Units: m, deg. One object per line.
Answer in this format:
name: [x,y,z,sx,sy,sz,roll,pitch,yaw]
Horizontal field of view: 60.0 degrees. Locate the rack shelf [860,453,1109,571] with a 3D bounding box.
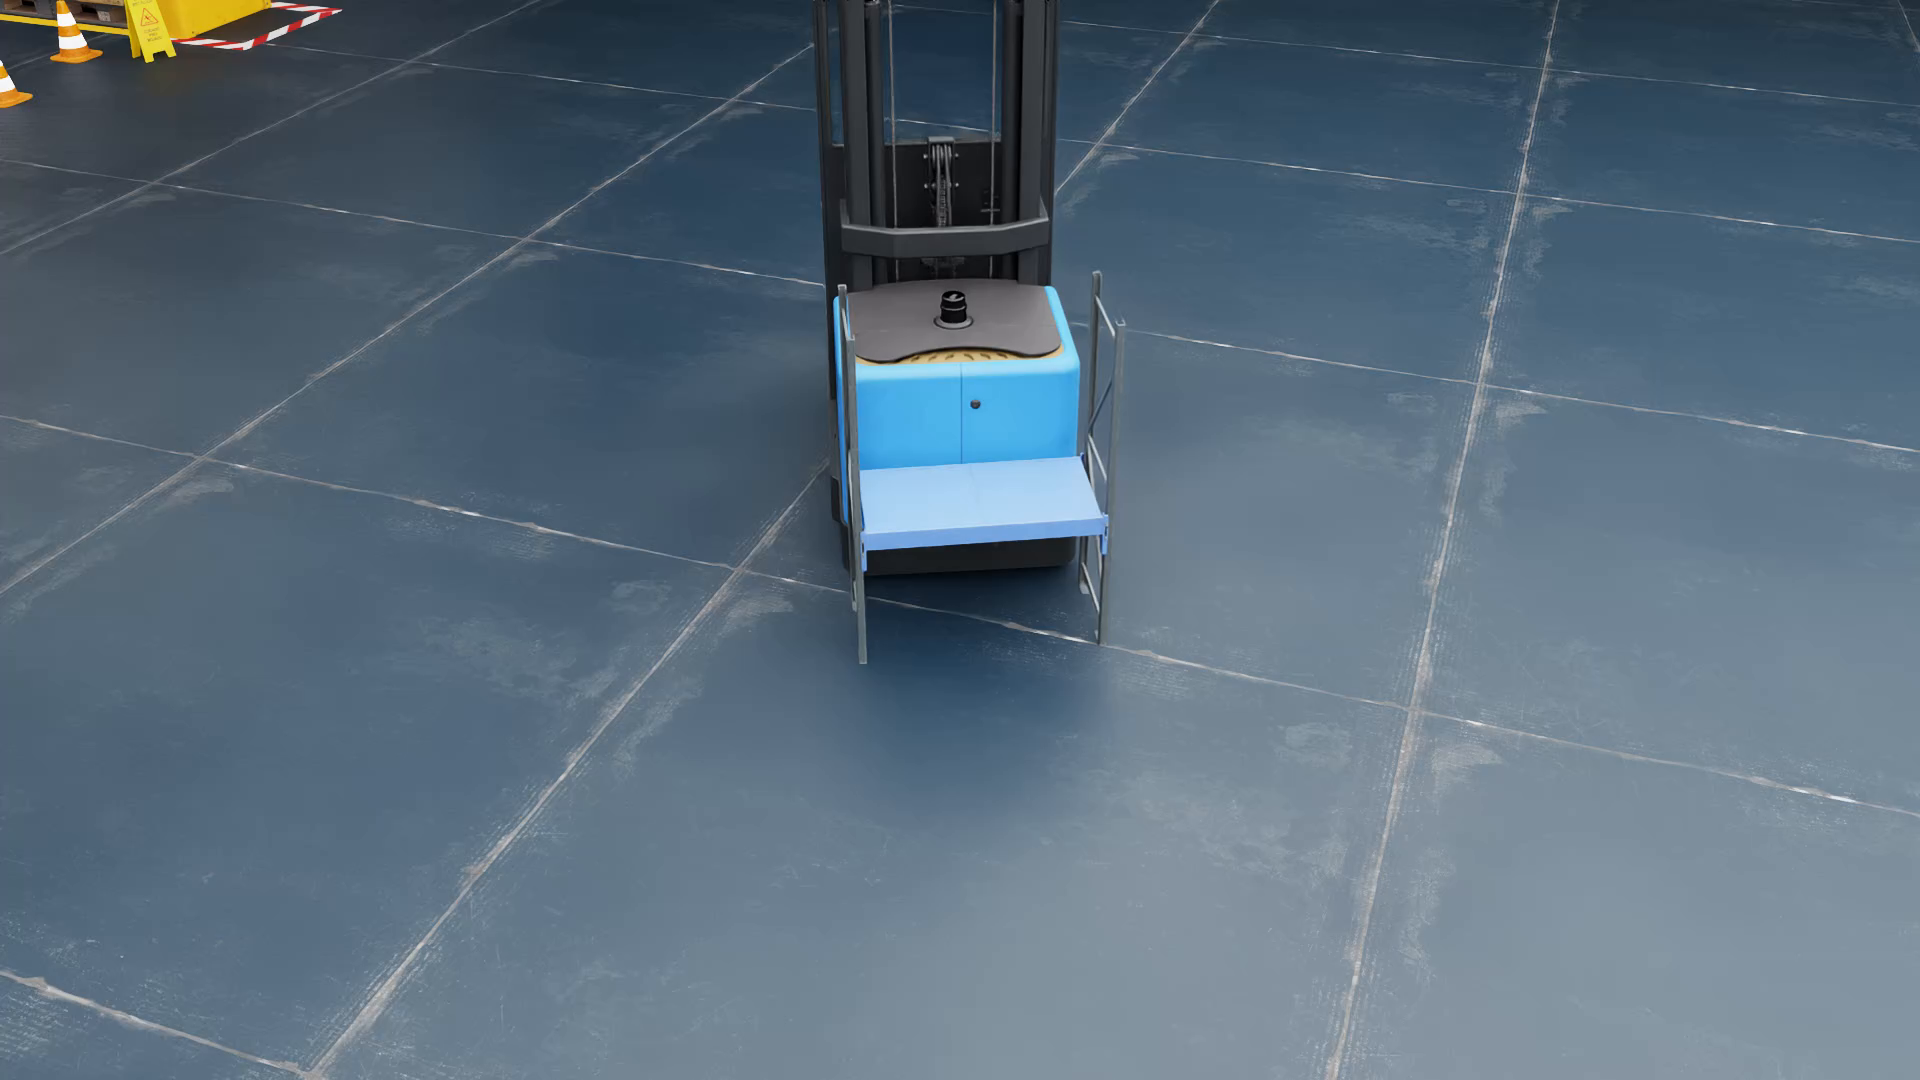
rack shelf: [0.071,-0.124,6.890,1.000,0.185,0.538,-4,33,-6]

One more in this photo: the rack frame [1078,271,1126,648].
rack frame: [0.575,-0.309,6.846,0.032,1.500,0.500,-4,33,-6]

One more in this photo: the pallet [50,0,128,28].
pallet: [-7.471,-4.948,15.218,1.213,0.211,1.003,11,34,16]

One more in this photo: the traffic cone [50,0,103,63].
traffic cone: [-7.486,-4.293,13.972,0.334,0.463,0.336,11,34,16]

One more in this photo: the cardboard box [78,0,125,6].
cardboard box: [-7.521,-4.975,14.837,0.500,0.250,0.500,11,34,16]

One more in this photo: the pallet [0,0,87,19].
pallet: [-8.615,-5.172,15.565,1.213,0.211,1.003,11,34,16]

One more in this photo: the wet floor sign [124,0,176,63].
wet floor sign: [-6.828,-4.368,13.921,0.232,0.644,0.267,24,40,32]

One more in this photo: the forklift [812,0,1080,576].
forklift: [-0.128,-1.850,7.913,1.130,2.935,3.031,-3,33,-4]

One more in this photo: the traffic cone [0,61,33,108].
traffic cone: [-7.541,-3.664,12.998,0.334,0.463,0.336,11,34,16]

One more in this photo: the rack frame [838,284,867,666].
rack frame: [-0.434,-0.240,6.740,0.032,1.500,0.500,-4,33,-6]

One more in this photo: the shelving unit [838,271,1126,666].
shelving unit: [0.071,-0.275,6.793,1.048,1.500,0.538,-4,33,-6]

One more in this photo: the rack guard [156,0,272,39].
rack guard: [-6.718,-4.902,14.882,0.348,0.500,1.175,11,34,16]
